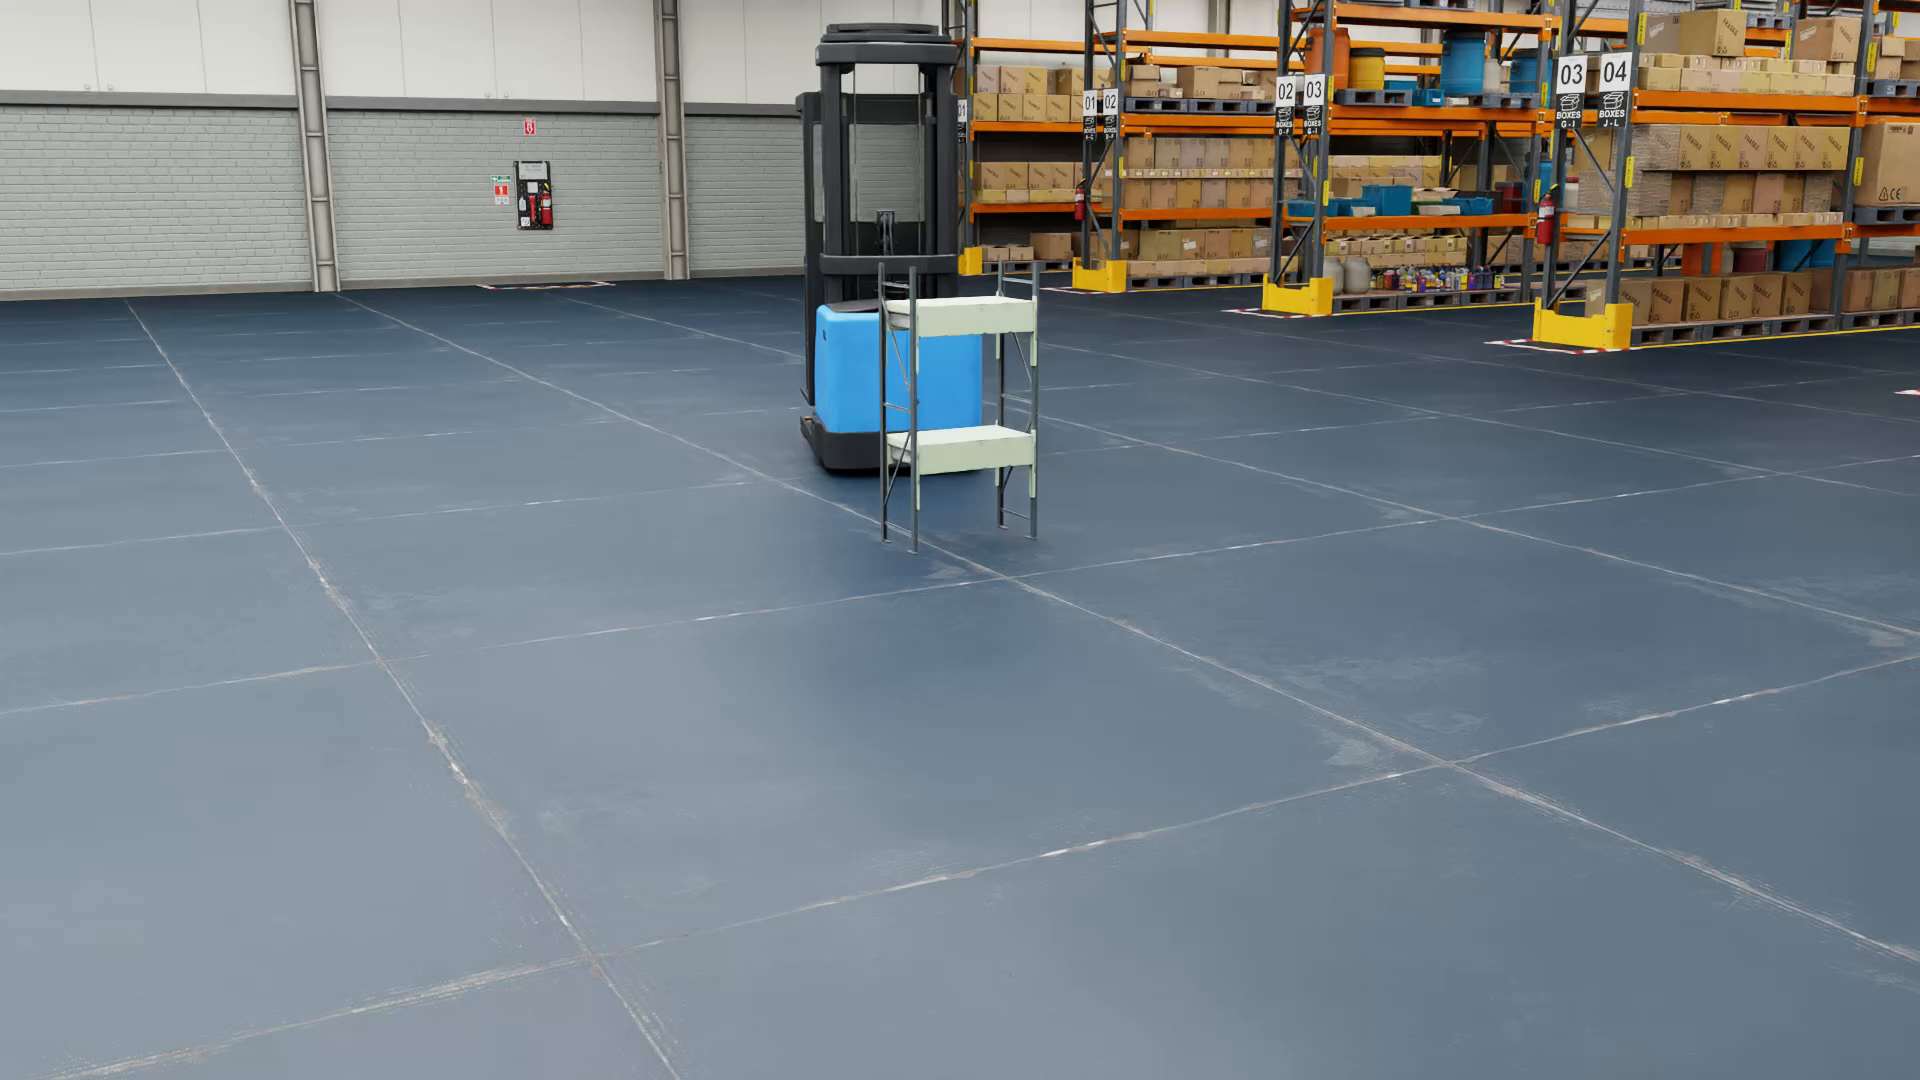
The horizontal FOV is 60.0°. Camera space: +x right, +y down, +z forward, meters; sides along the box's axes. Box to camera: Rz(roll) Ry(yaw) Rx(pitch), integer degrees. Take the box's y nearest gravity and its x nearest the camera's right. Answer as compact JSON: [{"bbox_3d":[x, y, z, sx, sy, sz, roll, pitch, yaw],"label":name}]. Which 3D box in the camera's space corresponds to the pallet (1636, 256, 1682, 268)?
[{"bbox_3d":[14.529,-5.722,34.055,1.213,0.211,1.003,-7,14,-28],"label":"pallet"}]

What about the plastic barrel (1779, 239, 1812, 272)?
[{"bbox_3d":[14.117,-4.979,28.225,0.708,0.901,0.600,-7,14,-28],"label":"plastic barrel"}]

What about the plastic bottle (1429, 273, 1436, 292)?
[{"bbox_3d":[6.820,-3.725,24.041,0.097,0.271,0.097,0,13,0],"label":"plastic bottle"}]

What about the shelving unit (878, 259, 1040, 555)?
[{"bbox_3d":[-0.006,-0.731,8.941,0.755,1.500,0.431,-7,14,-28],"label":"shelving unit"}]

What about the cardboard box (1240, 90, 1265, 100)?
[{"bbox_3d":[4.904,-7.474,27.954,0.250,0.149,0.380,-7,14,-28],"label":"cardboard box"}]

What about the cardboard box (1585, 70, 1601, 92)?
[{"bbox_3d":[7.366,-5.199,18.891,0.500,0.250,0.500,-6,14,-27],"label":"cardboard box"}]

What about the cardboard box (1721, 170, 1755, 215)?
[{"bbox_3d":[8.845,-4.126,19.708,0.500,0.500,0.875,-7,14,-28],"label":"cardboard box"}]

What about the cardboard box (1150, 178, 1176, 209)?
[{"bbox_3d":[3.195,-5.771,27.691,0.500,0.500,0.700,-6,14,-26],"label":"cardboard box"}]

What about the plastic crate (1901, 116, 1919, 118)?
[{"bbox_3d":[16.445,-7.404,28.642,0.590,0.269,0.497,-7,14,-28],"label":"plastic crate"}]

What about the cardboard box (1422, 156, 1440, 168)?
[{"bbox_3d":[10.189,-8.307,36.529,0.500,0.250,0.500,-6,14,-26],"label":"cardboard box"}]

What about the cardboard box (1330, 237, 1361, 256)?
[{"bbox_3d":[6.756,-5.224,29.519,0.500,0.311,0.500,-7,14,-29],"label":"cardboard box"}]

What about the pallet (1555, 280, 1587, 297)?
[{"bbox_3d":[9.945,-3.944,26.152,1.213,0.211,1.003,-7,14,-28],"label":"pallet"}]

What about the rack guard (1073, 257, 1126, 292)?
[{"bbox_3d":[2.300,-4.397,27.509,0.348,0.500,1.175,-7,14,-28],"label":"rack guard"}]

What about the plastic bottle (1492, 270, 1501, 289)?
[{"bbox_3d":[7.938,-3.860,24.614,0.133,0.283,0.061,-6,14,-25],"label":"plastic bottle"}]

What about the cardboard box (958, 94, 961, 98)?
[{"bbox_3d":[0.189,-8.188,31.555,0.500,0.500,0.500,-6,14,-24],"label":"cardboard box"}]

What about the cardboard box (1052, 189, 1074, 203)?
[{"bbox_3d":[1.868,-6.663,32.178,0.500,0.250,0.500,-7,14,-27],"label":"cardboard box"}]

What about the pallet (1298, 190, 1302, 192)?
[{"bbox_3d":[6.391,-7.226,34.822,1.003,0.211,1.213,-7,14,-28],"label":"pallet"}]

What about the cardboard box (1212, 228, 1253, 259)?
[{"bbox_3d":[4.648,-5.075,28.424,0.500,0.500,0.500,-7,14,-28],"label":"cardboard box"}]

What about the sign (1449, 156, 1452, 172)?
[{"bbox_3d":[10.745,-8.258,36.516,0.005,0.325,0.100,-7,14,-28],"label":"sign"}]

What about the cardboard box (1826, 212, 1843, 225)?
[{"bbox_3d":[10.527,-3.929,20.306,0.250,0.149,0.380,-7,14,-28],"label":"cardboard box"}]

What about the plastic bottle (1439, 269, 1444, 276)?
[{"bbox_3d":[7.225,-3.925,24.930,0.097,0.271,0.097,0,13,0],"label":"plastic bottle"}]

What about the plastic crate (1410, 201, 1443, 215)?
[{"bbox_3d":[6.875,-4.893,24.502,0.662,0.188,0.450,-7,14,-28],"label":"plastic crate"}]

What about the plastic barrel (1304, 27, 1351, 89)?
[{"bbox_3d":[5.057,-6.617,22.915,0.708,0.830,0.600,-7,14,-28],"label":"plastic barrel"}]

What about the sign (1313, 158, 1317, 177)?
[{"bbox_3d":[6.099,-6.394,28.537,0.005,0.325,0.100,-7,14,-28],"label":"sign"}]

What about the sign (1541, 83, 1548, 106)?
[{"bbox_3d":[8.456,-6.445,24.065,0.005,0.325,0.100,-7,14,-28],"label":"sign"}]

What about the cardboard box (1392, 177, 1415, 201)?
[{"bbox_3d":[7.878,-6.330,30.176,0.500,0.500,0.500,-8,15,-31],"label":"cardboard box"}]

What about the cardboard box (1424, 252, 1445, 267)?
[{"bbox_3d":[8.547,-5.167,30.542,0.500,0.250,0.500,-7,14,-29],"label":"cardboard box"}]

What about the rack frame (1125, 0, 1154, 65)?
[{"bbox_3d":[3.455,-9.921,32.697,0.127,3.000,1.000,-7,14,-28],"label":"rack frame"}]

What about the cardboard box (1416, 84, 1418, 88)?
[{"bbox_3d":[9.642,-9.861,36.325,0.500,0.250,0.500,-6,14,-24],"label":"cardboard box"}]

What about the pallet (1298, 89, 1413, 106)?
[{"bbox_3d":[5.464,-6.104,22.996,1.213,0.211,1.003,-7,14,-28],"label":"pallet"}]

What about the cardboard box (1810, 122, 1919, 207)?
[{"bbox_3d":[11.340,-4.685,20.770,1.000,1.000,1.000,-7,14,-27],"label":"cardboard box"}]

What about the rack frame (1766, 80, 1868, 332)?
[{"bbox_3d":[10.575,-4.130,20.630,0.127,3.000,1.000,-7,14,-28],"label":"rack frame"}]

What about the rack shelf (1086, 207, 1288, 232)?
[{"bbox_3d":[4.076,-5.478,28.259,4.000,0.370,1.077,-7,14,-28],"label":"rack shelf"}]

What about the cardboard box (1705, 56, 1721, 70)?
[{"bbox_3d":[8.342,-5.377,18.773,0.250,0.149,0.380,-7,14,-28],"label":"cardboard box"}]

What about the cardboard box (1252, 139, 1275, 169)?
[{"bbox_3d":[5.002,-6.620,28.512,0.500,0.500,0.700,-7,14,-28],"label":"cardboard box"}]

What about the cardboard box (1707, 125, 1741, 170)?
[{"bbox_3d":[8.558,-4.501,19.094,0.500,0.500,0.500,-7,14,-28],"label":"cardboard box"}]

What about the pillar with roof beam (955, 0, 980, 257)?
[{"bbox_3d":[2.207,-8.911,28.208,0.400,9.000,9.100,-7,14,-28],"label":"pillar with roof beam"}]

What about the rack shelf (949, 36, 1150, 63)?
[{"bbox_3d":[1.700,-9.358,31.841,4.000,0.370,1.077,-7,14,-28],"label":"rack shelf"}]

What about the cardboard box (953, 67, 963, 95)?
[{"bbox_3d":[0.197,-8.679,31.459,0.500,0.500,0.500,-6,14,-25],"label":"cardboard box"}]

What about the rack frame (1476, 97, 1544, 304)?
[{"bbox_3d":[8.202,-5.085,24.872,0.127,3.000,1.000,-7,14,-28],"label":"rack frame"}]

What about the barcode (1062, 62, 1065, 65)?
[{"bbox_3d":[2.029,-9.321,32.536,0.075,0.075,0.001,-7,14,-28],"label":"barcode"}]

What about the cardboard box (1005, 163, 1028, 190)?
[{"bbox_3d":[0.946,-6.918,31.606,0.500,0.500,0.500,-7,14,-28],"label":"cardboard box"}]

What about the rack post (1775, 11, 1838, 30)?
[{"bbox_3d":[13.508,-8.372,26.952,0.954,0.300,0.937,-5,14,-22],"label":"rack post"}]

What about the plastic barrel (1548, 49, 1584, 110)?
[{"bbox_3d":[9.118,-6.957,25.217,0.600,0.901,0.600,0,13,0],"label":"plastic barrel"}]

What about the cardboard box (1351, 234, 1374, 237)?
[{"bbox_3d":[7.386,-5.435,30.456,0.500,0.311,0.500,-7,14,-29],"label":"cardboard box"}]

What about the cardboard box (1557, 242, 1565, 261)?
[{"bbox_3d":[11.234,-5.612,31.907,0.500,0.500,0.500,-7,15,-30],"label":"cardboard box"}]

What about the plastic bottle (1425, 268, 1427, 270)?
[{"bbox_3d":[6.964,-3.940,24.970,0.133,0.283,0.061,-6,14,-25],"label":"plastic bottle"}]

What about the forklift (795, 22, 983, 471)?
[{"bbox_3d":[-0.598,-2.164,12.050,1.130,2.935,3.031,-2,13,-10],"label":"forklift"}]

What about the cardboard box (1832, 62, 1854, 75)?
[{"bbox_3d":[10.428,-5.625,19.874,0.250,0.149,0.380,-6,14,-26],"label":"cardboard box"}]

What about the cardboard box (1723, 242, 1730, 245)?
[{"bbox_3d":[16.005,-6.193,34.486,0.500,0.500,0.500,-7,14,-28],"label":"cardboard box"}]

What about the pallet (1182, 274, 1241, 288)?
[{"bbox_3d":[4.042,-4.475,28.511,1.213,0.211,1.003,-7,14,-28],"label":"pallet"}]

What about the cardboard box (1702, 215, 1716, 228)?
[{"bbox_3d":[8.523,-3.704,19.307,0.250,0.149,0.380,-7,14,-28],"label":"cardboard box"}]

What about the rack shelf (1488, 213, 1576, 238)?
[{"bbox_3d":[9.957,-4.944,25.886,4.000,0.370,1.077,-7,14,-28],"label":"rack shelf"}]

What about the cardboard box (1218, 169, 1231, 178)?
[{"bbox_3d":[4.349,-6.173,28.003,0.250,0.149,0.380,-6,14,-26],"label":"cardboard box"}]

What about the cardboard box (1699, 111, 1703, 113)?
[{"bbox_3d":[14.717,-8.433,33.257,0.500,0.250,0.500,-7,14,-28],"label":"cardboard box"}]

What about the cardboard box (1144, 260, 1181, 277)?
[{"bbox_3d":[3.335,-4.549,27.798,0.500,0.250,0.500,-7,14,-28],"label":"cardboard box"}]
